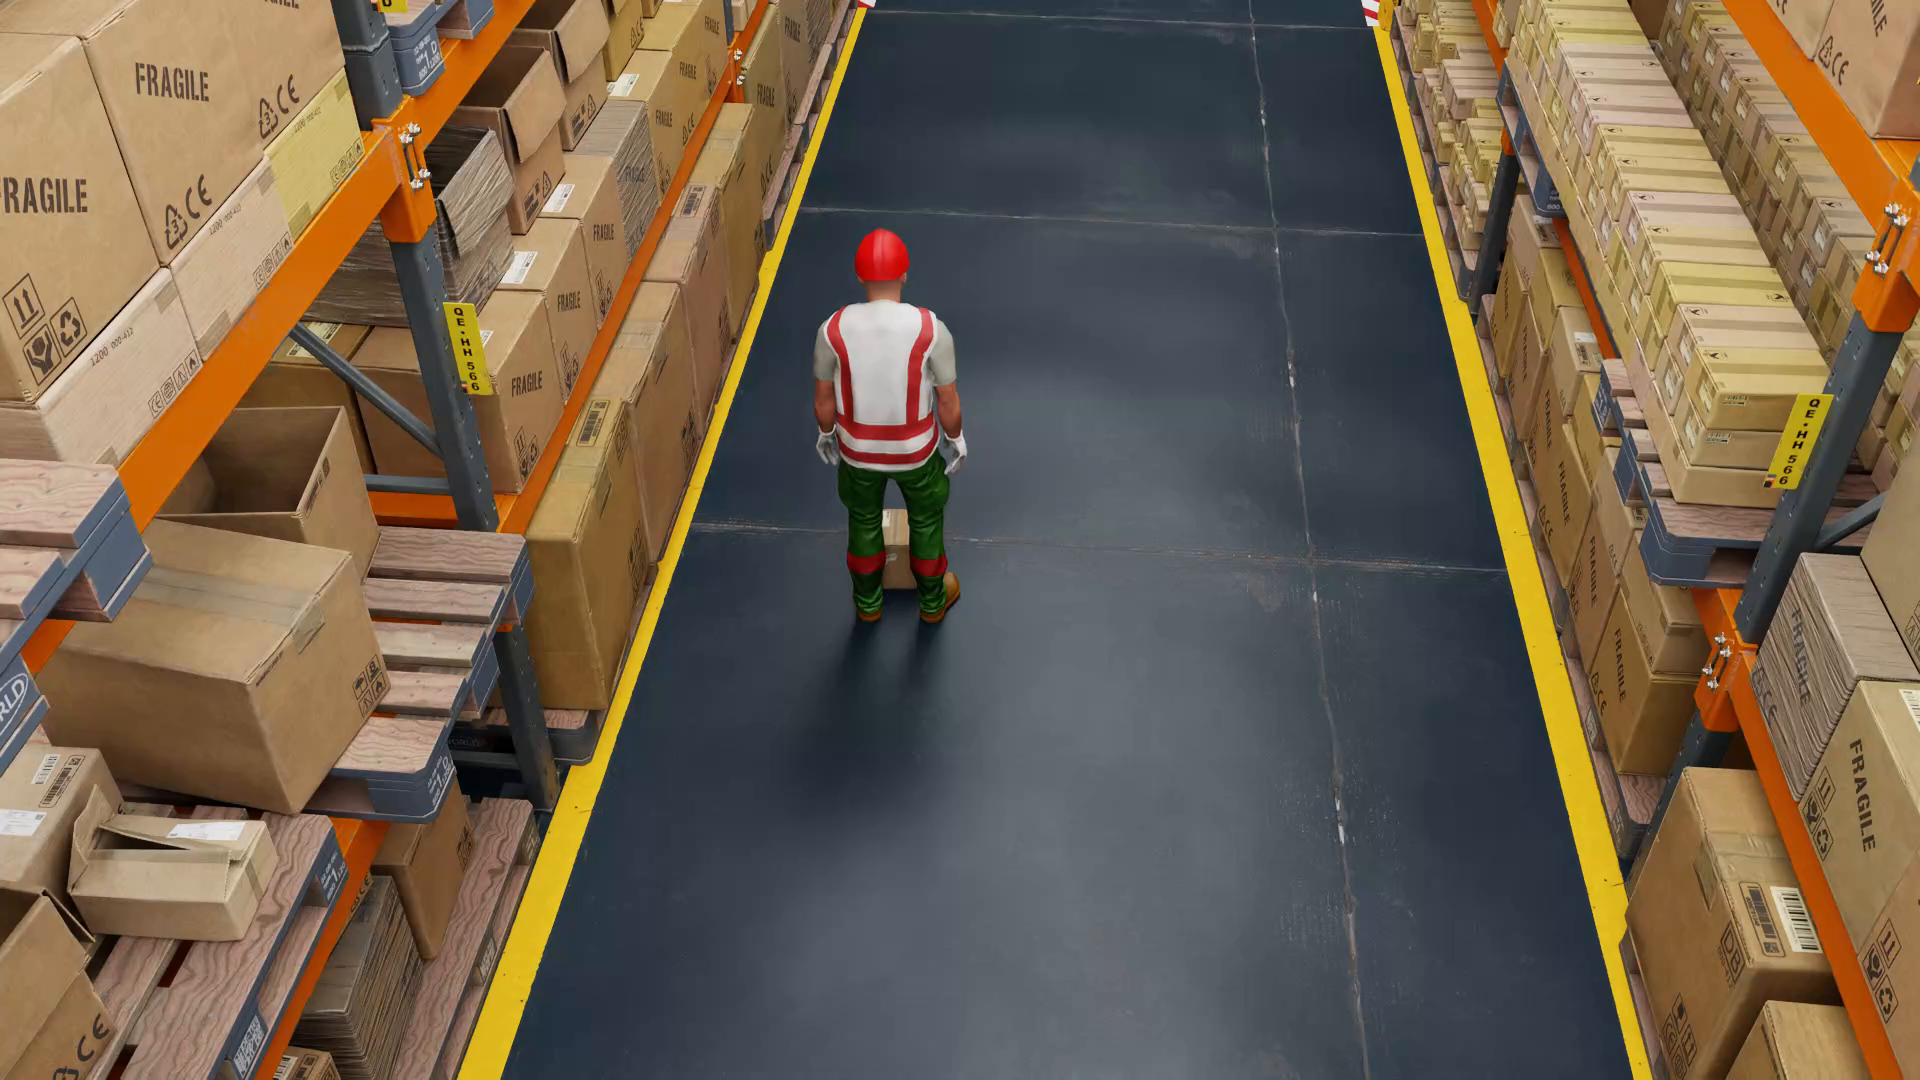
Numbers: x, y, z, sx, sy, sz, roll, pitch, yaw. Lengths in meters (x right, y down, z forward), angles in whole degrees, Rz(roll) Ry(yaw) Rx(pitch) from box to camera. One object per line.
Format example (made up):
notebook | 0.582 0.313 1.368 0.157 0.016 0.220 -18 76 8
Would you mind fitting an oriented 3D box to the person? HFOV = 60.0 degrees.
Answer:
person | -0.274 -0.401 6.628 0.607 1.778 0.452 3 40 4
